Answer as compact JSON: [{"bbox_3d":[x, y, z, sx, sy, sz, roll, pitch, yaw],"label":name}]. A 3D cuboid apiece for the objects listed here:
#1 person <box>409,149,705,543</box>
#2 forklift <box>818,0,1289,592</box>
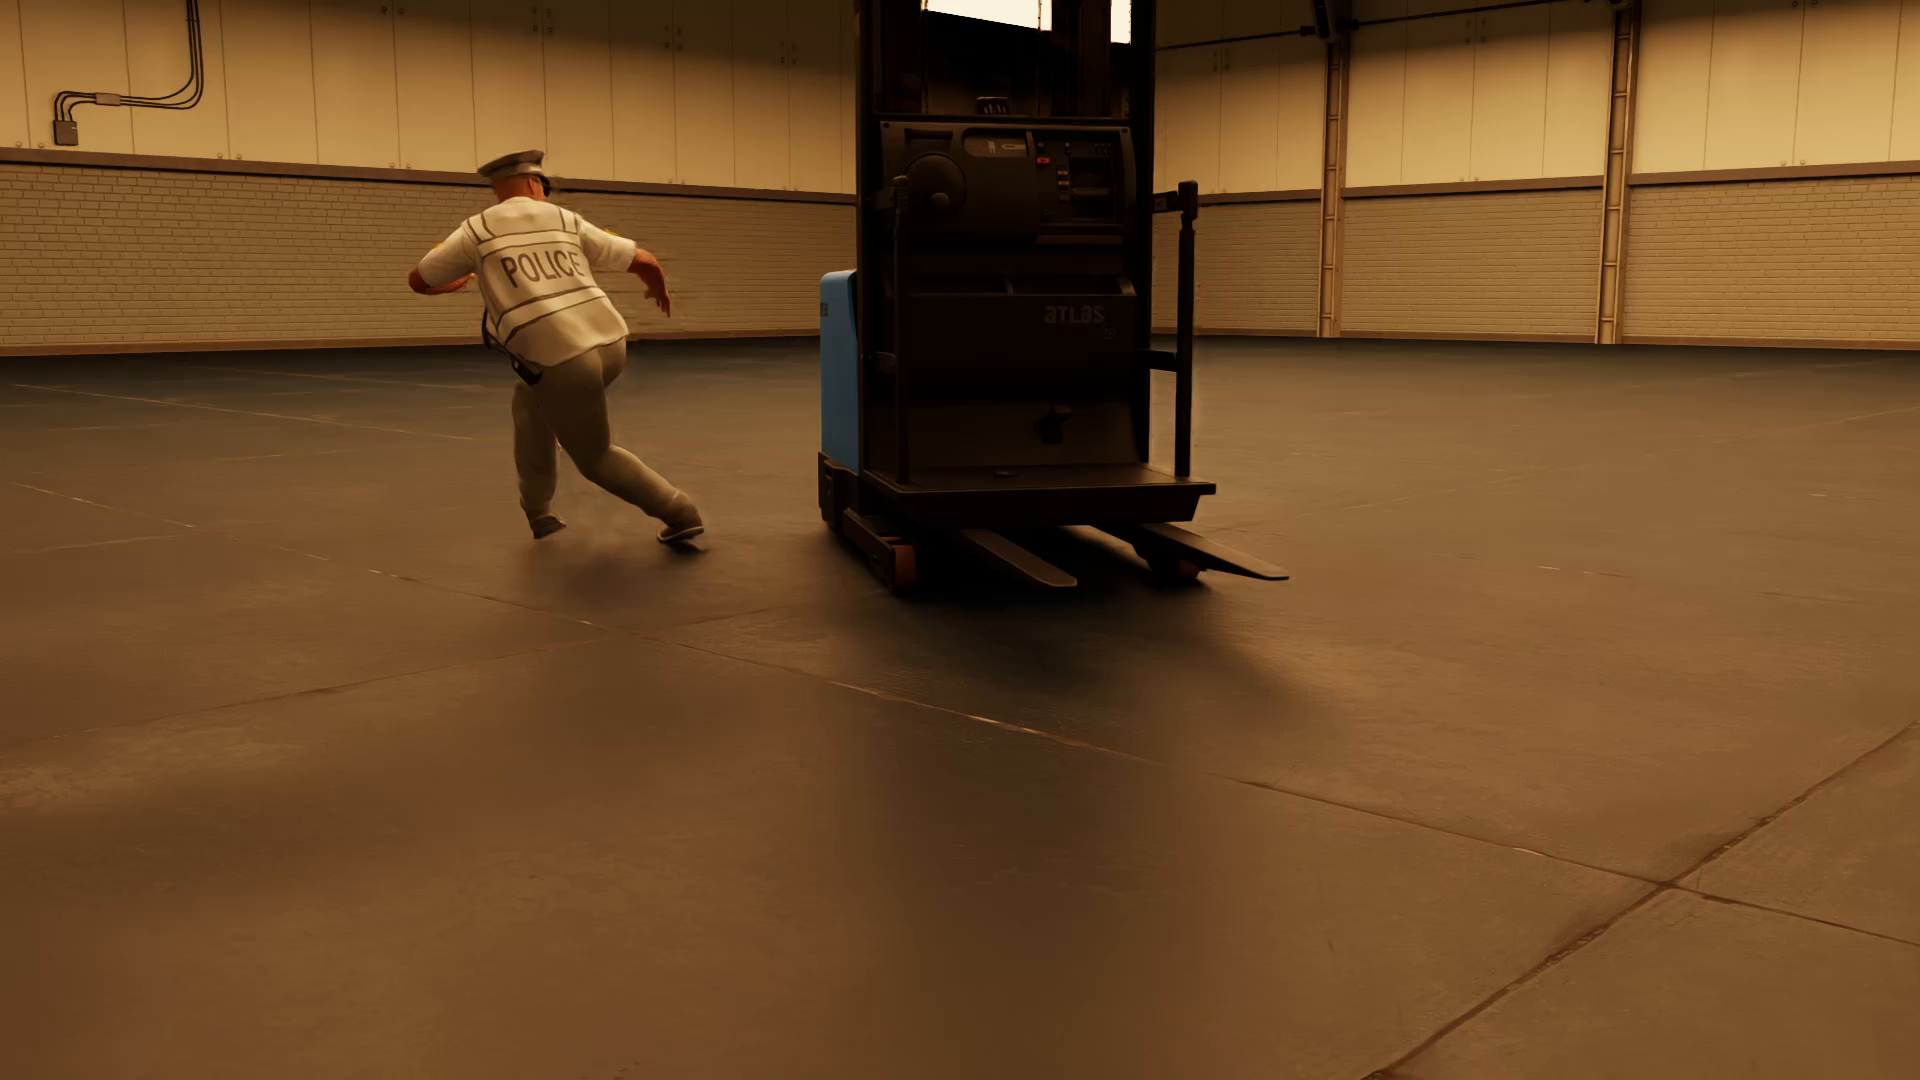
[{"bbox_3d":[-1.548,-0.727,6.432,0.972,1.511,0.997,8,12,42],"label":"person"},{"bbox_3d":[0.227,-1.335,5.738,1.130,2.935,3.031,-2,9,-13],"label":"forklift"}]
